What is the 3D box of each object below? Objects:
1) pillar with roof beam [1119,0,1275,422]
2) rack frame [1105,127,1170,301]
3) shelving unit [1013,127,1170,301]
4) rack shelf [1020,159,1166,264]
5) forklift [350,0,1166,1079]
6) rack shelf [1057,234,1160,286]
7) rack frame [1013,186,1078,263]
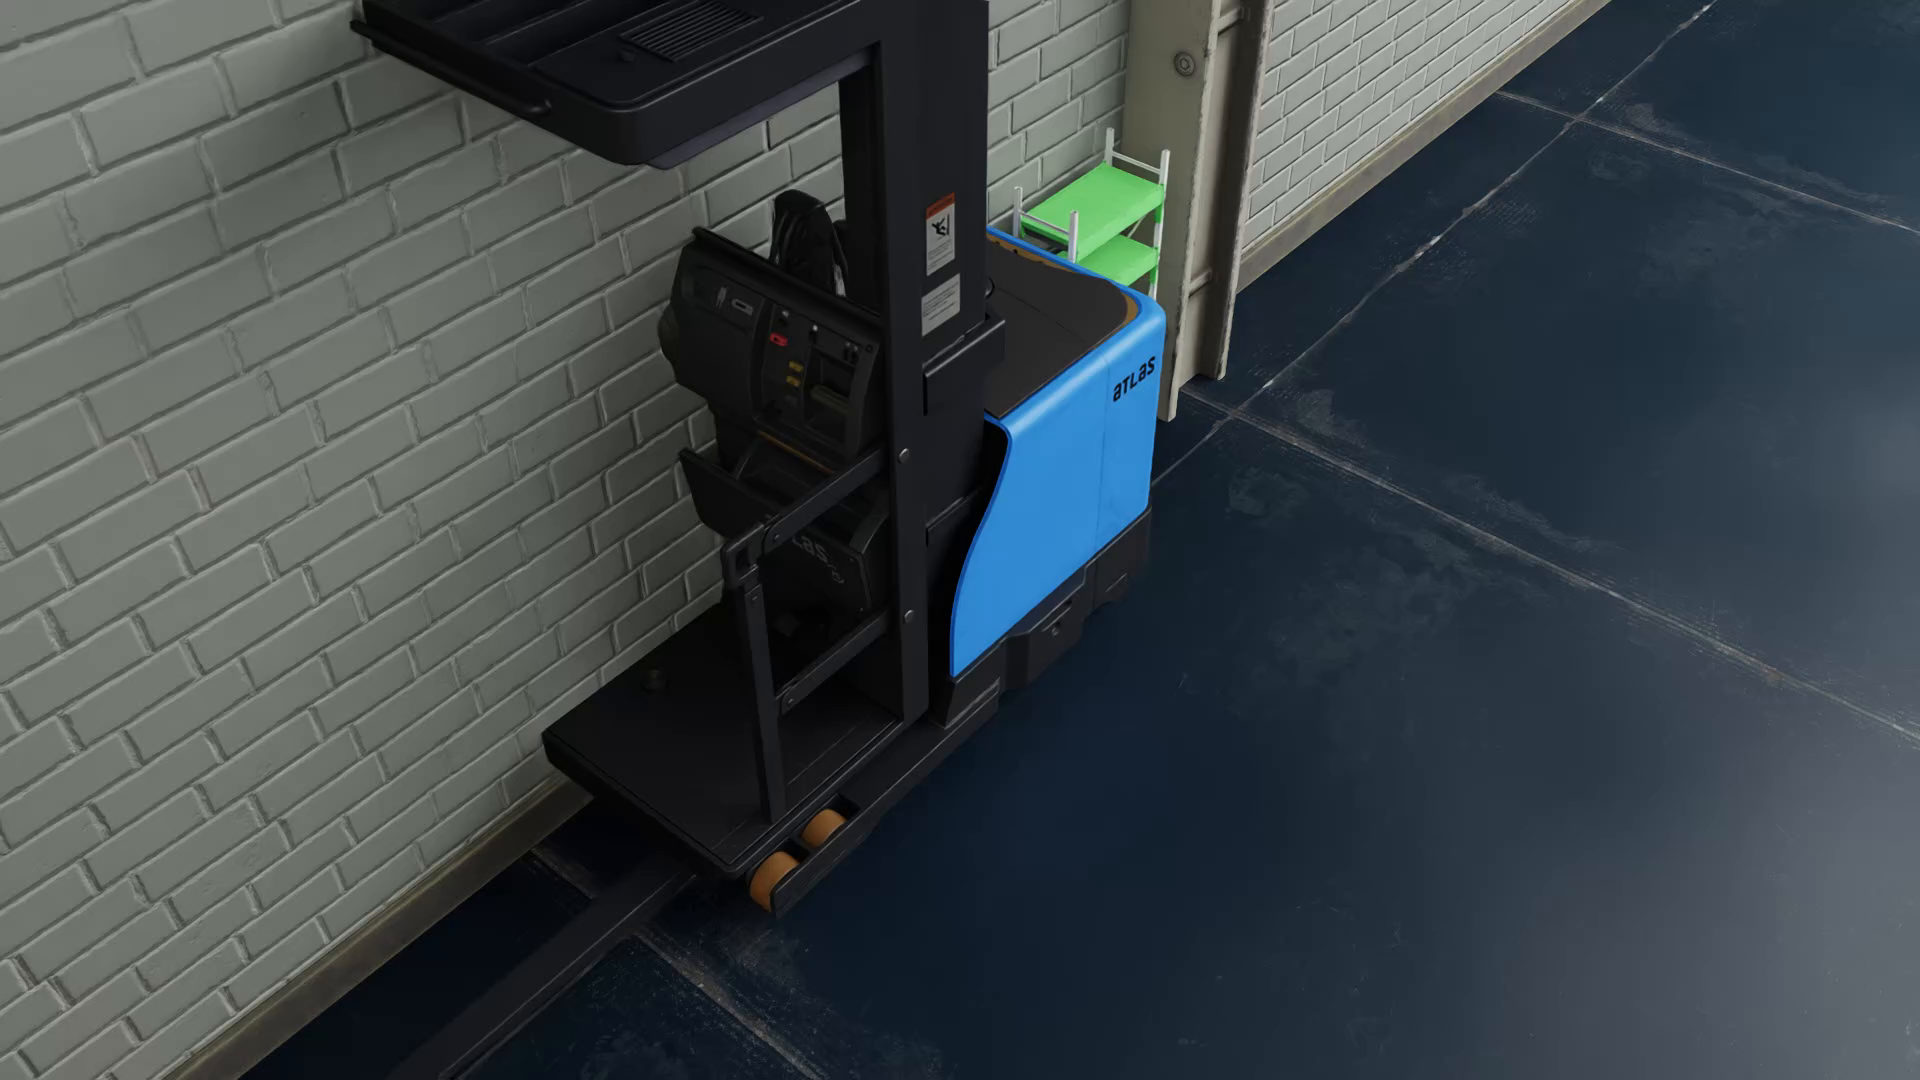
[{"bbox_3d":[4.083,-2.074,1.342,9.100,9.000,0.400,29,50,28],"label":"pillar with roof beam"},{"bbox_3d":[0.577,-0.855,5.798,0.240,1.200,0.015,29,50,28],"label":"rack frame"},{"bbox_3d":[0.421,-0.729,5.659,0.258,1.200,0.503,29,50,28],"label":"shelving unit"},{"bbox_3d":[0.421,-1.037,5.380,0.258,0.148,0.480,29,50,28],"label":"rack shelf"},{"bbox_3d":[-0.701,-0.439,4.054,1.130,2.935,3.031,29,50,28],"label":"forklift"},{"bbox_3d":[0.421,-0.859,5.541,0.258,0.148,0.480,29,50,28],"label":"rack shelf"},{"bbox_3d":[0.264,-0.603,5.521,0.240,1.200,0.015,29,50,28],"label":"rack frame"}]
